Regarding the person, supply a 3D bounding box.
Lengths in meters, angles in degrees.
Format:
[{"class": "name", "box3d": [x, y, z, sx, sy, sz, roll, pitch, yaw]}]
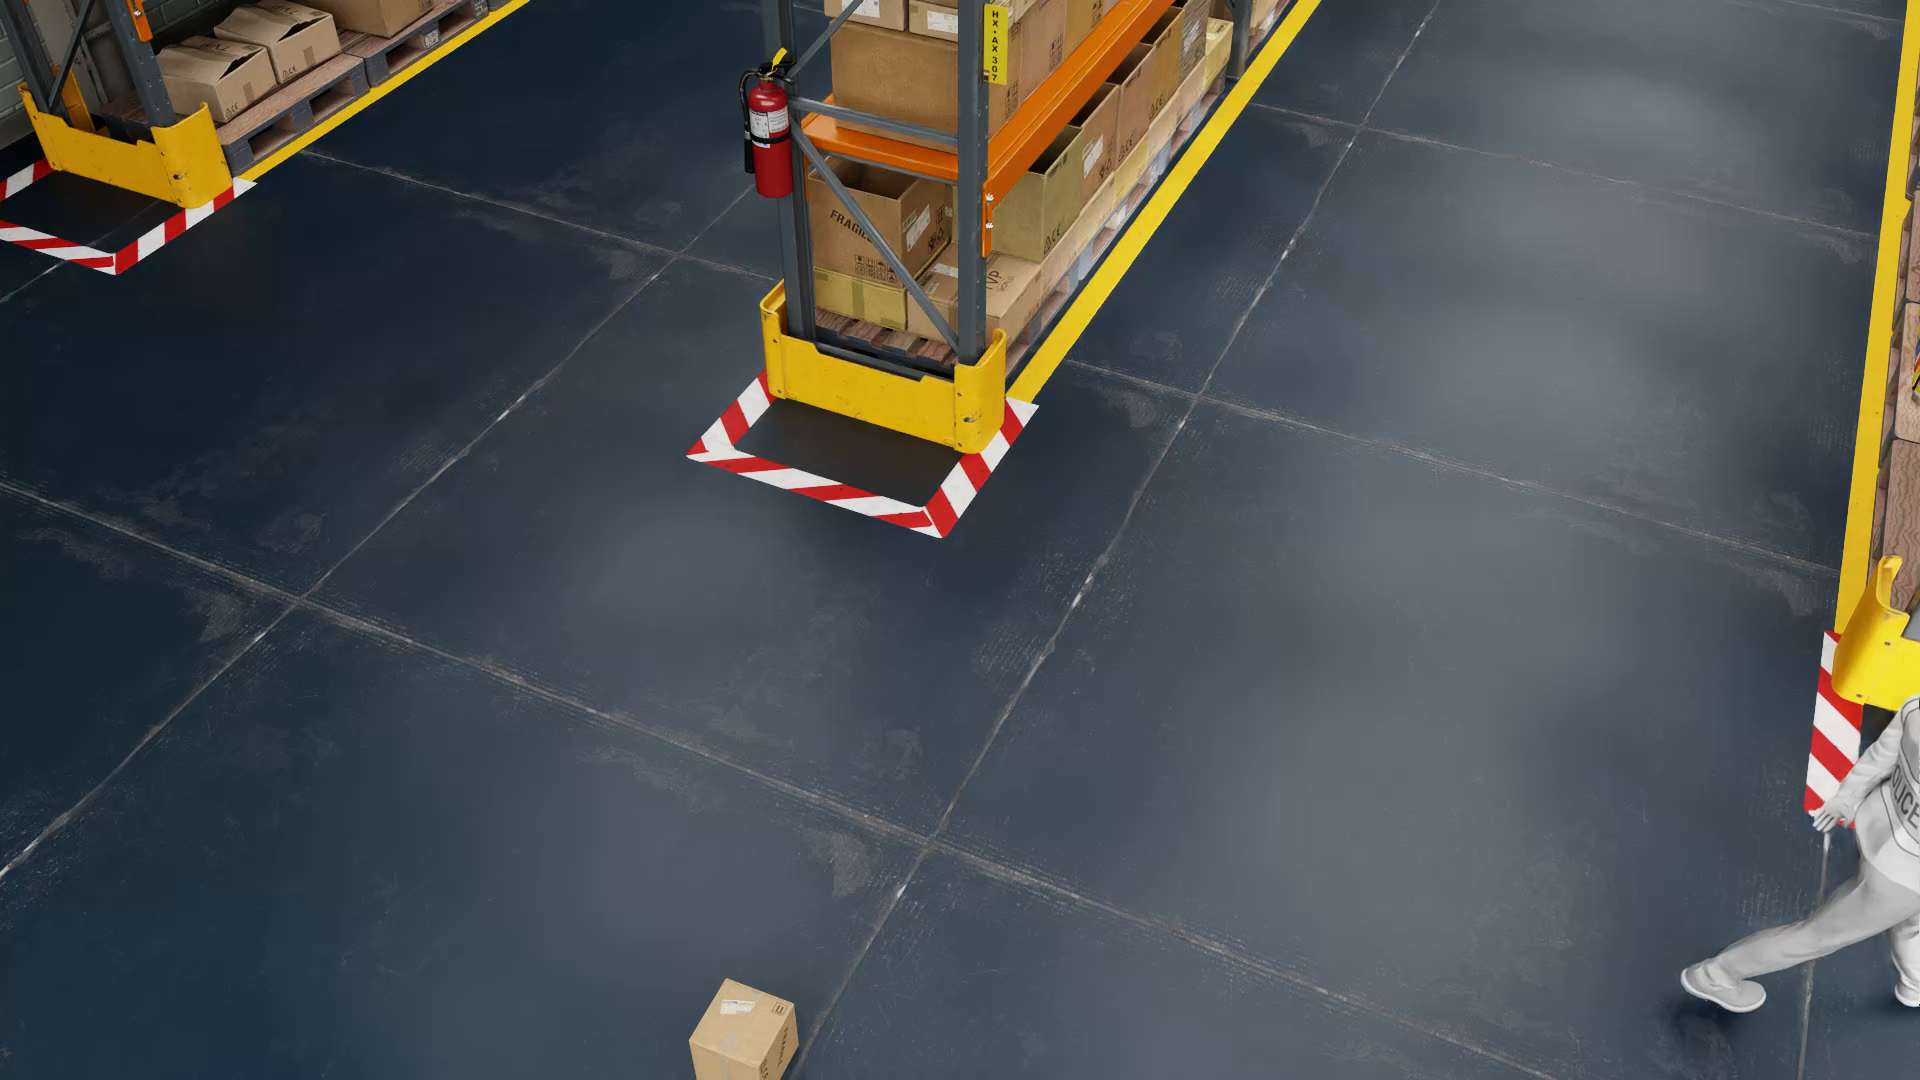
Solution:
[{"class": "person", "box3d": [2.936, 0.958, 5.086, 1.012, 1.637, 0.520, 9, 43, 9]}]
